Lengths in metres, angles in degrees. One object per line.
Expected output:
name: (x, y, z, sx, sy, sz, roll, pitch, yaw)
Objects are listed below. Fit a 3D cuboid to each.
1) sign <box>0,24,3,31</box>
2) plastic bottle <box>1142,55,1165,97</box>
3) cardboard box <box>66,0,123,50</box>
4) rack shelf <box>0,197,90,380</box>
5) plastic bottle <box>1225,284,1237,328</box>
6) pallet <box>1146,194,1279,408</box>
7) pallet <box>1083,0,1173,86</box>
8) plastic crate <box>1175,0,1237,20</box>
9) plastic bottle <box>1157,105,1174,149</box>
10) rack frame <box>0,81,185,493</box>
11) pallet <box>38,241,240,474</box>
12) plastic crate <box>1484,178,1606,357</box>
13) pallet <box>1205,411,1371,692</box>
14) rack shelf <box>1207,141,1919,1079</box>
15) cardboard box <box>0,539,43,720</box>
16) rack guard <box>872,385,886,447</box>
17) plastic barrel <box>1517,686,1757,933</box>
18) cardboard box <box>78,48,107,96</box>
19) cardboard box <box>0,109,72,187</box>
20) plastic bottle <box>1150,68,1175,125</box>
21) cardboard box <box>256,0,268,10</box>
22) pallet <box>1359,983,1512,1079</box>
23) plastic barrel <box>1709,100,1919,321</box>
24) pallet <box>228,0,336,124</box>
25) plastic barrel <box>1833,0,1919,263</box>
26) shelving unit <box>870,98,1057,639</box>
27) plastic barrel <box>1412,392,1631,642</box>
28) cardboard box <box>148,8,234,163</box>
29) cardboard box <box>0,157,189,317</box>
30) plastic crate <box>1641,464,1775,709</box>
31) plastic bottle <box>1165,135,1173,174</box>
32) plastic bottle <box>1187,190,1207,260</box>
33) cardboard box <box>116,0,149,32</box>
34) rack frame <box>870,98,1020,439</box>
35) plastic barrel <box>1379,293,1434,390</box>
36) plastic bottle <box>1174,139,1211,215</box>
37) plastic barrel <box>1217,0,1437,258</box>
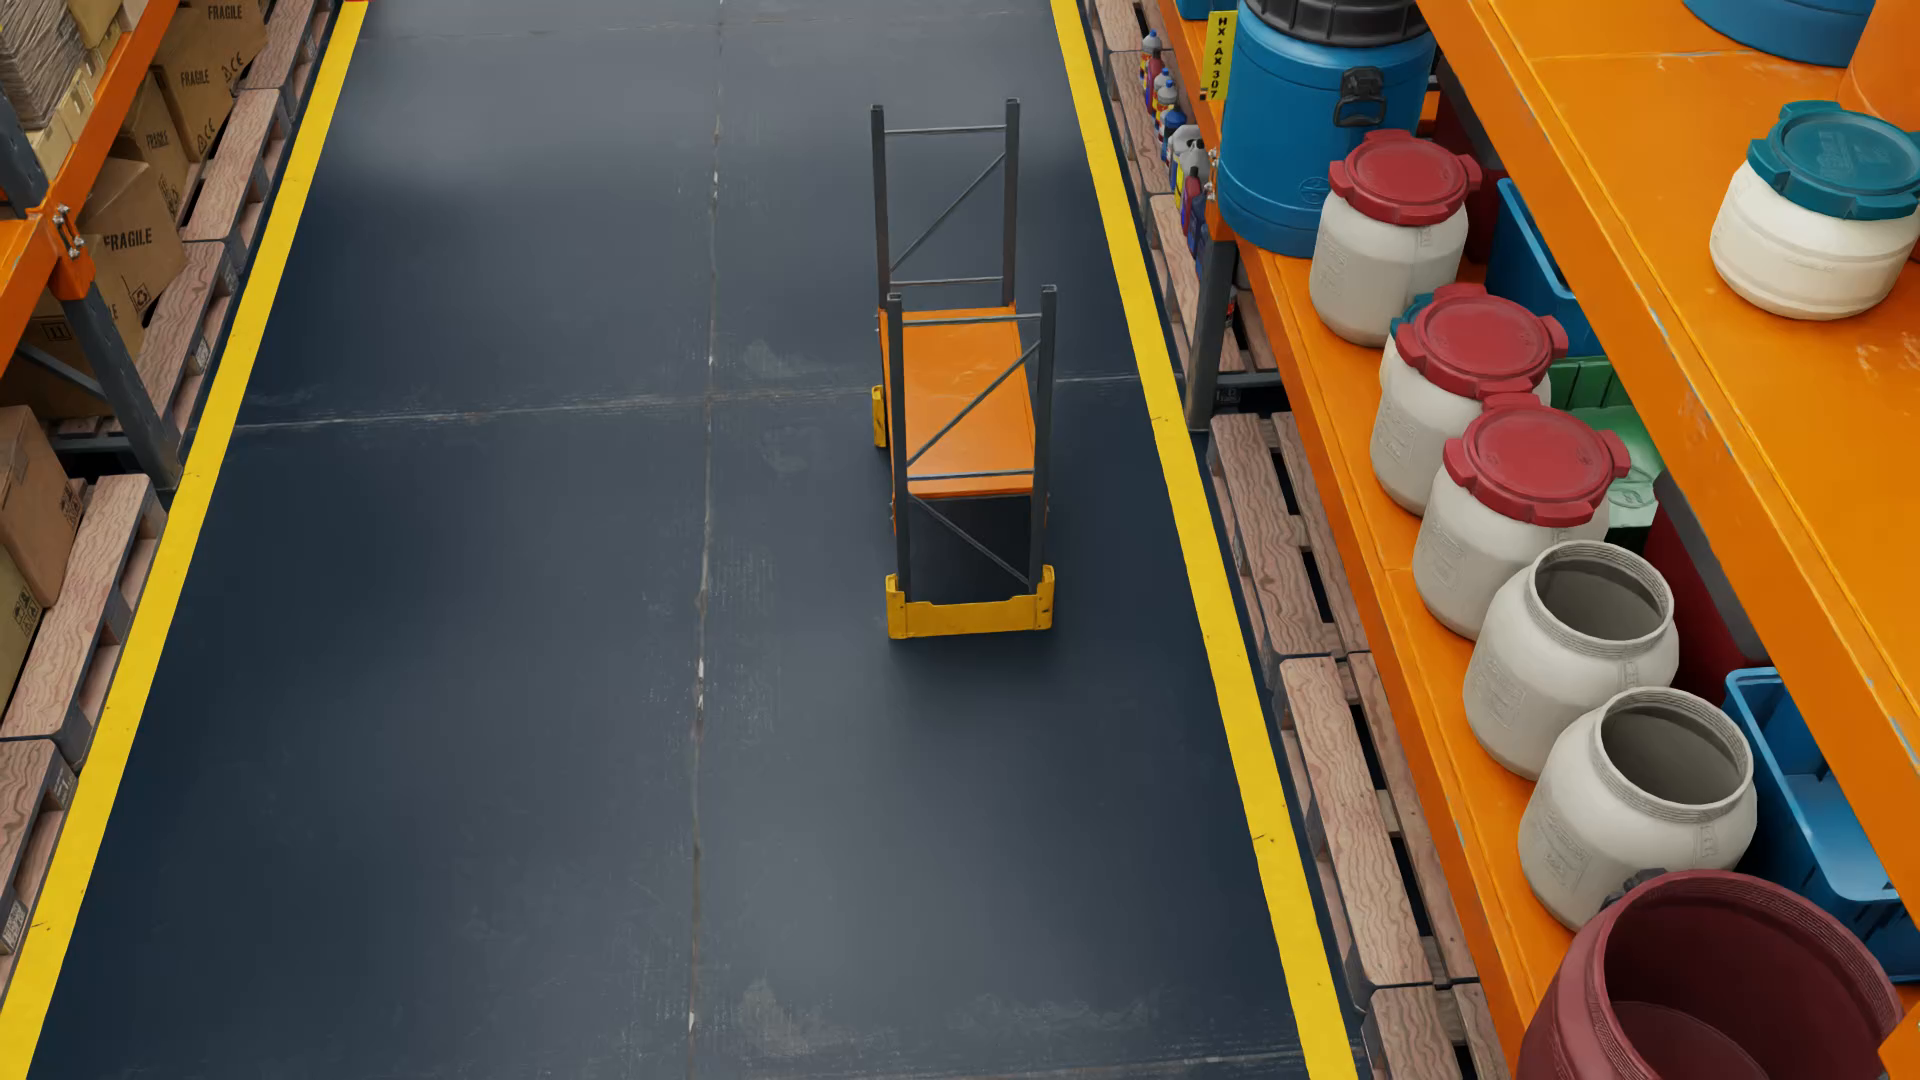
sign: (-2.976, -1.666, 4.964, 0.100, 0.325, 0.005, -3, 47, -3)
plastic bottle: (0.922, -2.210, 7.901, 0.097, 0.201, 0.097, 0, 47, 0)
cardboard box: (-3.511, -2.061, 5.862, 0.875, 0.500, 0.500, -3, 47, -3)
rack shelf: (-3.361, 0.463, 4.241, 1.077, 0.370, 4.000, -3, 47, -3)
plastic bottle: (1.066, -0.965, 6.722, 0.097, 0.201, 0.097, 0, 47, 0)
pallet: (1.392, -1.062, 7.110, 1.003, 0.211, 1.213, -3, 47, -3)
pallet: (1.188, -2.827, 8.782, 1.003, 0.211, 1.213, -3, 47, -3)
plastic crate: (1.044, -2.265, 6.432, 0.499, 0.251, 0.616, -3, 47, -3)
plastic bottle: (0.959, -1.893, 7.601, 0.097, 0.201, 0.097, 0, 47, 0)
rack frame: (-3.529, -1.231, 5.350, 1.000, 3.000, 0.127, -3, 47, -3)
pallet: (-3.620, -0.756, 6.821, 1.003, 0.211, 1.213, -3, 47, -3)
plastic crate: (1.809, -0.748, 4.903, 0.392, 0.384, 0.575, -3, 47, -3)
pallet: (1.511, -0.008, 6.112, 1.003, 0.211, 1.213, -3, 47, -3)
rack shelf: (1.574, 0.162, 4.526, 1.077, 0.370, 4.000, -3, 47, -3)
cardboard box: (-3.478, 0.269, 5.348, 0.700, 0.500, 0.500, -4, 47, -4)
rack guard: (-0.048, -0.501, 6.553, 0.587, 0.250, 0.087, -3, 47, -3)
plastic barrel: (1.443, 0.592, 3.546, 0.421, 0.512, 0.421, 0, 47, 0)
cardboard box: (-3.303, -1.680, 5.948, 0.380, 0.149, 0.250, -3, 47, -3)
cardboard box: (-3.247, -1.319, 5.606, 0.380, 0.149, 0.250, -3, 47, -3)
plastic bottle: (0.942, -2.061, 7.712, 0.097, 0.271, 0.097, 0, 47, 0)
cardboard box: (-3.828, -2.957, 8.417, 0.500, 0.500, 0.500, 4, 47, 4)
pallet: (1.716, 1.758, 4.440, 1.003, 0.211, 1.213, -3, 47, -3)
plastic barrel: (1.403, -0.528, 2.714, 0.301, 0.262, 0.301, 0, 47, 0)
pallet: (-3.824, -2.522, 8.493, 1.003, 0.211, 1.213, -3, 47, -3)
plastic barrel: (1.835, -0.898, 2.673, 0.600, 0.830, 0.708, -3, 47, -3)
shelving unit: (-0.006, -0.571, 5.758, 0.587, 1.500, 1.083, -3, 47, -3)
plastic barrel: (1.366, -0.030, 4.119, 0.433, 0.535, 0.433, 0, 47, 0)
cardboard box: (-3.710, -2.073, 7.580, 0.500, 0.500, 0.500, 0, 47, 0)
cardboard box: (-3.578, -1.222, 6.774, 0.500, 0.500, 0.500, 10, 47, 9)
plastic crate: (1.911, 0.152, 3.996, 0.402, 0.464, 0.583, -3, 47, -3)
plastic bottle: (0.976, -1.744, 7.460, 0.097, 0.201, 0.097, 0, 47, 0)
plastic bottle: (1.050, -1.360, 6.994, 0.144, 0.351, 0.185, -6, 47, -5)
cardboard box: (-3.314, -2.043, 6.292, 0.380, 0.149, 0.250, -3, 47, -3)
rack frame: (-0.050, -0.945, 6.112, 0.500, 1.500, 0.032, -3, 47, -3)
plastic barrel: (1.365, -0.518, 4.770, 0.301, 0.262, 0.301, 0, 47, 0)
plastic bottle: (1.023, -1.594, 7.215, 0.144, 0.351, 0.185, -4, 47, -4)
plastic barrel: (1.137, -1.407, 5.171, 0.600, 0.901, 0.708, -3, 47, -3)
